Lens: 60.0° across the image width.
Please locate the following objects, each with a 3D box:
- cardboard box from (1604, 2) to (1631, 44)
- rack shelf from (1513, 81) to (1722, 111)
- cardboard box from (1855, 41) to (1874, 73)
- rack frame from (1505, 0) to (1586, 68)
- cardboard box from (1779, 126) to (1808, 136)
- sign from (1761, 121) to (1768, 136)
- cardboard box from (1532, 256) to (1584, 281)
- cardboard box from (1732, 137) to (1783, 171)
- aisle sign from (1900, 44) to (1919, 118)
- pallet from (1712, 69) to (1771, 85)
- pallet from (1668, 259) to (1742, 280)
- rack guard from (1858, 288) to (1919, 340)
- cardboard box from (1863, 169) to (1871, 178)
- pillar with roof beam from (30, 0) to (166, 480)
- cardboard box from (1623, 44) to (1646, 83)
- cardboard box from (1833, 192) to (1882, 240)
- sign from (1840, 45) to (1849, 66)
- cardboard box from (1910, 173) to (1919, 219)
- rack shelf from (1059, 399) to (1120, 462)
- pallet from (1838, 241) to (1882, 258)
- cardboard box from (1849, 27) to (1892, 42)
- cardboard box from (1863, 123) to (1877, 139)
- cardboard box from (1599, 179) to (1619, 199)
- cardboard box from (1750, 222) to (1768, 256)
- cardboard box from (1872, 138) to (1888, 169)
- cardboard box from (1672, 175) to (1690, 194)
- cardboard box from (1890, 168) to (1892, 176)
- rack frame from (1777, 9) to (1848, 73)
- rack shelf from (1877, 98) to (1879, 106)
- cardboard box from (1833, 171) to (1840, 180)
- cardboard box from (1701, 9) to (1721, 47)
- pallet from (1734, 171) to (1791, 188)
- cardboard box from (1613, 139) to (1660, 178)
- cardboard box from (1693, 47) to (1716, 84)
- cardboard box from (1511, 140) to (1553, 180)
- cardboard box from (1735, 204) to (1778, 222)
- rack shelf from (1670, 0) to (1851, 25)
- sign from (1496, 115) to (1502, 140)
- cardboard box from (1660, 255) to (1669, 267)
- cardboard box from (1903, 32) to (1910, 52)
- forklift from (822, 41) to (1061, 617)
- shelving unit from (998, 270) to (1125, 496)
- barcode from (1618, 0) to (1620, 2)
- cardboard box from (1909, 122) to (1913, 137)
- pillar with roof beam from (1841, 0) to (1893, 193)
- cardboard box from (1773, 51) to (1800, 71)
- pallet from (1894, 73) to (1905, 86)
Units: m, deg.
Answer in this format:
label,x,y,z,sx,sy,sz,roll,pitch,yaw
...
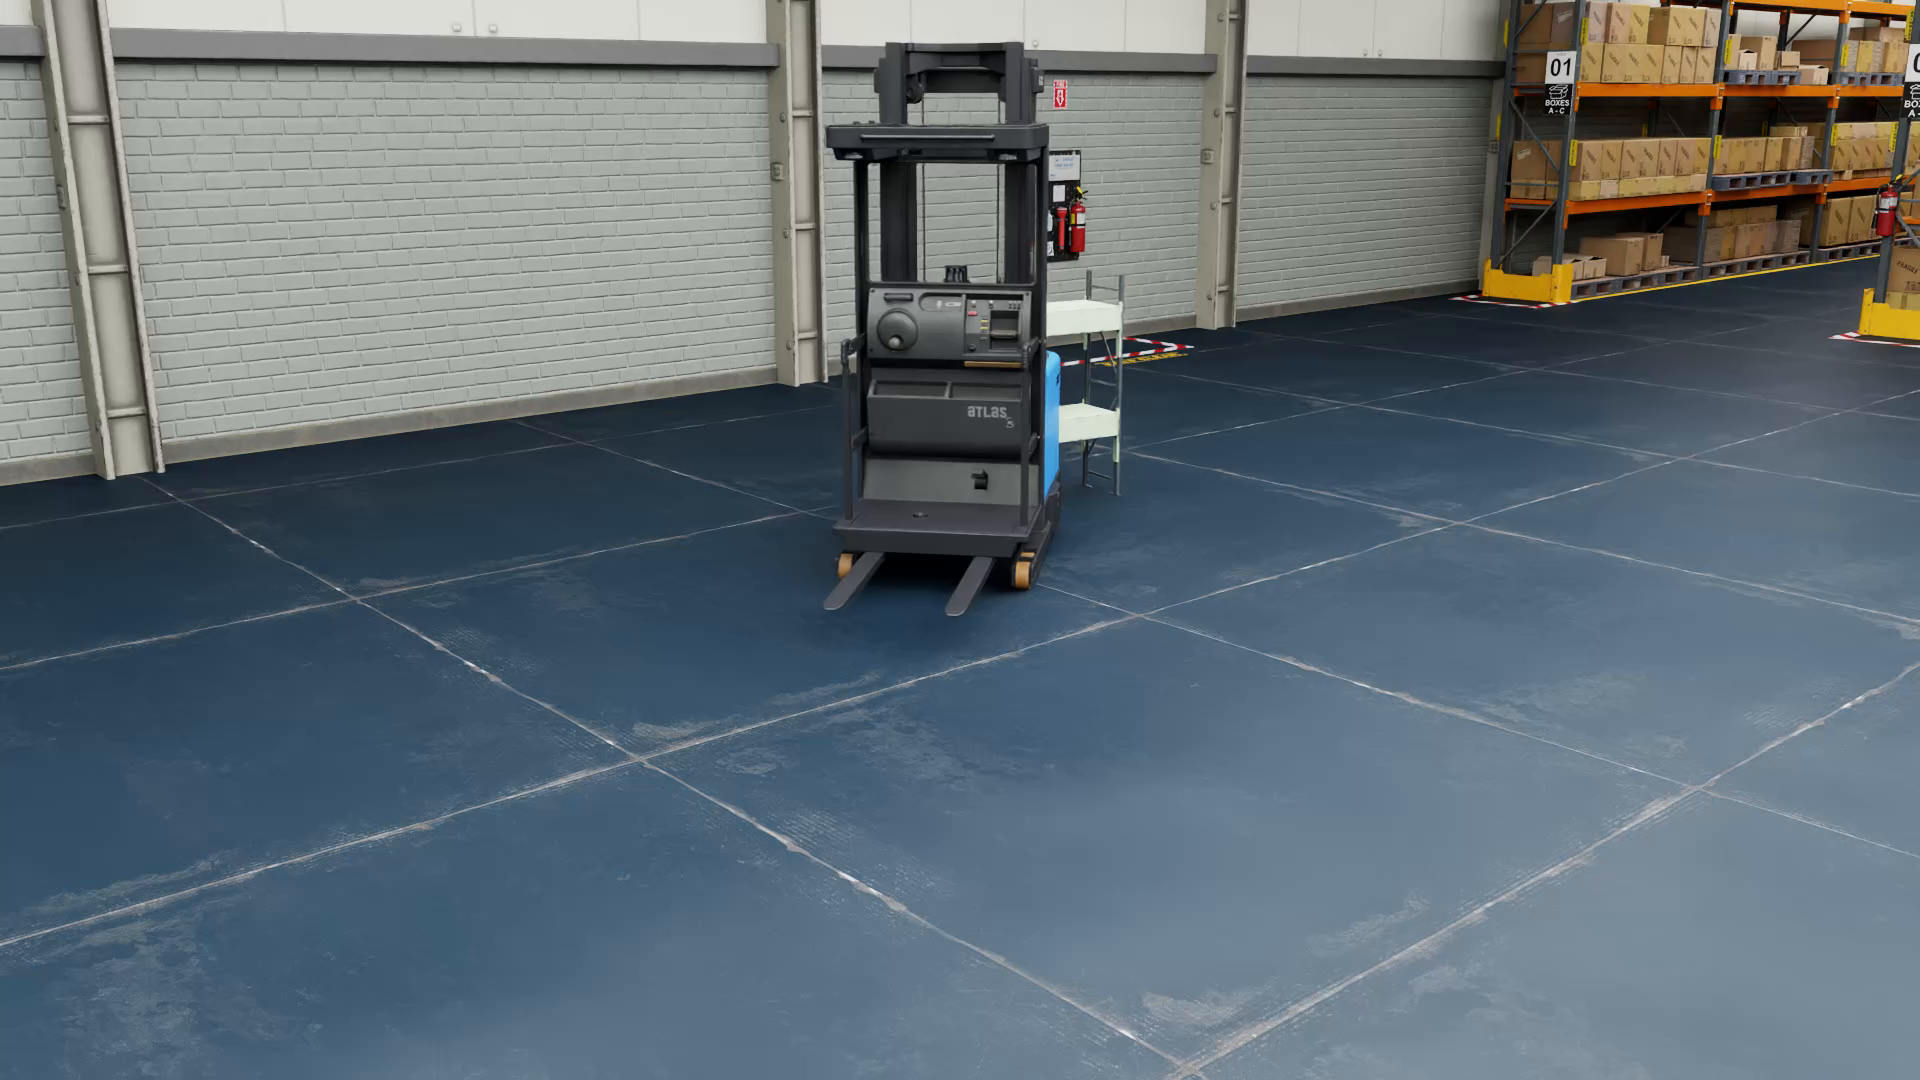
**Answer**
label,x,y,z,sx,sy,sz,roll,pitch,yaw
cardboard box,8.447,-6.787,21.865,0.500,0.500,0.500,-13,20,-40
rack shelf,9.094,-6.144,23.022,4.000,0.370,1.077,-13,19,-39
cardboard box,14.740,-8.054,27.730,0.500,0.500,0.700,-11,19,-37
rack frame,7.585,-7.602,21.274,0.127,3.000,1.000,-13,19,-39
cardboard box,13.380,-6.569,26.727,0.380,0.149,0.250,13,20,40
sign,13.254,-6.726,27.374,0.005,0.325,0.100,-13,19,-39
cardboard box,8.166,-3.717,22.711,0.500,0.311,0.500,13,20,41
cardboard box,12.347,-6.023,25.940,0.500,0.500,0.700,-13,19,-39
aisle sign,10.598,-5.042,18.277,0.004,0.787,0.394,-13,19,-39
pallet,11.138,-6.824,24.536,1.003,0.211,1.213,-13,19,-39
pallet,11.189,-4.167,25.439,1.213,0.211,1.003,-13,19,-39
rack guard,10.822,-2.528,18.747,0.348,0.500,1.175,-13,19,-39
cardboard box,15.171,-6.220,28.172,0.250,0.149,0.380,-13,19,-39
pillar with roof beam,-3.207,-4.002,7.795,0.400,9.000,9.100,-13,19,-39
cardboard box,8.819,-6.392,22.322,0.500,0.500,0.500,-12,19,-37
cardboard box,15.564,-5.615,28.809,0.750,0.750,0.750,-12,19,-38
sign,13.975,-7.652,26.271,0.005,0.325,0.100,-13,19,-39
cardboard box,11.200,-3.865,18.714,0.500,0.500,0.700,-13,19,-39
rack shelf,0.663,-0.705,11.246,0.720,0.370,0.431,-9,17,-30
pallet,15.184,-5.036,28.696,1.213,0.211,1.003,-13,19,-39
cardboard box,15.481,-8.589,28.281,0.500,0.250,0.500,-13,20,-41
cardboard box,14.912,-6.827,27.732,0.500,0.250,0.500,-12,19,-39
cardboard box,8.544,-4.753,22.482,0.500,0.250,0.500,-13,20,-41
cardboard box,12.290,-4.778,26.315,0.500,0.500,0.700,-13,20,-40
cardboard box,15.319,-6.554,28.164,0.500,0.500,0.500,-12,19,-38
cardboard box,10.063,-5.097,23.770,0.500,0.250,0.500,-13,19,-39
cardboard box,16.008,-6.374,28.748,0.250,0.149,0.380,-13,19,-39
rack frame,13.620,-8.958,26.347,0.127,3.000,1.000,-13,19,-39
rack shelf,18.147,-8.177,30.632,4.000,0.370,1.077,-13,19,-39
cardboard box,14.217,-5.999,27.345,0.250,0.149,0.380,-12,19,-39
cardboard box,10.403,-7.234,23.538,0.500,0.500,0.500,14,20,42
pallet,12.154,-5.623,25.861,1.213,0.211,1.003,-13,19,-39
cardboard box,9.298,-5.284,23.017,0.500,0.500,0.500,-12,19,-38
cardboard box,10.382,-6.755,23.680,0.500,0.500,0.500,-12,19,-38
cardboard box,7.801,-5.125,22.422,0.500,0.500,0.500,-13,20,-40
cardboard box,12.640,-5.210,26.480,0.500,0.250,0.500,-12,19,-38
rack shelf,12.112,-8.078,25.223,4.000,0.370,1.077,-13,19,-39
sign,7.236,-5.527,22.275,0.005,0.325,0.100,-13,19,-39
cardboard box,10.219,-4.129,24.532,0.380,0.166,0.250,13,20,40
cardboard box,17.012,-8.891,29.740,0.500,0.500,0.500,-13,20,-40
forklift,-0.094,-1.235,9.193,1.130,2.935,3.031,2,15,9
shelving unit,0.663,-1.020,11.162,0.755,1.500,0.431,-9,17,-30
barcode,9.272,-7.597,23.384,0.075,0.075,0.001,-13,19,-39
cardboard box,16.061,-7.087,28.708,0.500,0.250,0.500,-12,19,-38
pillar with roof beam,19.424,-9.084,26.821,0.400,9.000,9.100,-13,19,-39
cardboard box,12.582,-7.366,25.964,0.637,0.503,0.797,-9,18,-32
pallet,15.979,-7.929,28.678,1.217,0.209,0.805,-14,20,-42
